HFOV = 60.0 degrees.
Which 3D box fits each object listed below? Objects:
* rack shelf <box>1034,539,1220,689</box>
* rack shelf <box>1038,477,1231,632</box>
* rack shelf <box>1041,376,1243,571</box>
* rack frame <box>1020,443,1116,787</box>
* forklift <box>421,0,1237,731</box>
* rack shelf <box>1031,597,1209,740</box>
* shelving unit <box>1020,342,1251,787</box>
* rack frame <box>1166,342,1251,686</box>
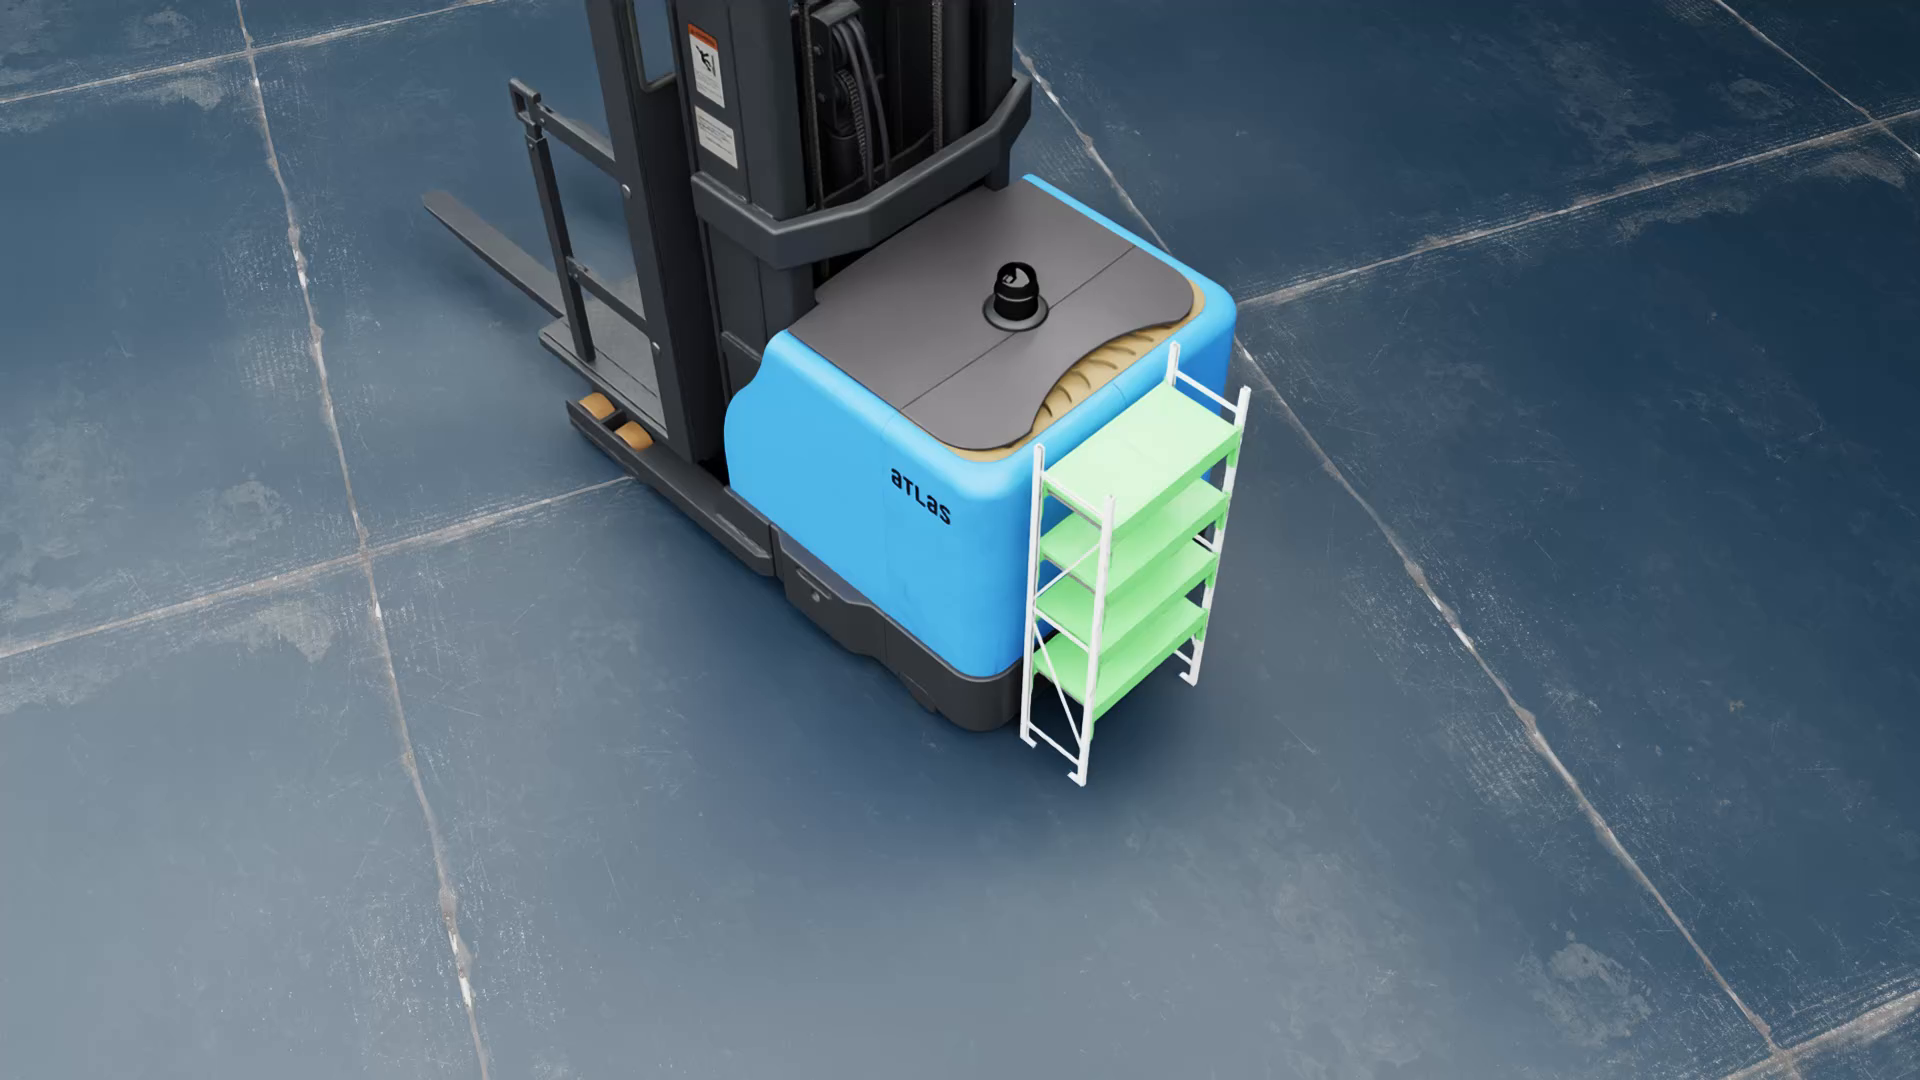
[{"bbox_3d":[0.434,0.143,4.420,0.258,0.148,0.480,37,59,27],"label":"rack shelf"},{"bbox_3d":[0.434,-0.013,4.238,0.258,0.148,0.480,37,59,27],"label":"rack shelf"},{"bbox_3d":[0.434,-0.169,4.056,0.258,0.148,0.480,37,59,27],"label":"rack shelf"},{"bbox_3d":[0.262,0.233,4.259,0.240,1.200,0.015,37,59,27],"label":"rack frame"},{"bbox_3d":[-0.648,-1.426,4.543,3.031,2.935,1.130,37,59,27],"label":"forklift"},{"bbox_3d":[0.434,0.300,4.602,0.258,0.148,0.480,37,59,27],"label":"rack shelf"},{"bbox_3d":[0.434,0.102,4.372,0.258,1.200,0.503,37,59,27],"label":"shelving unit"},{"bbox_3d":[0.606,-0.030,4.485,0.240,1.200,0.015,37,59,27],"label":"rack frame"}]
